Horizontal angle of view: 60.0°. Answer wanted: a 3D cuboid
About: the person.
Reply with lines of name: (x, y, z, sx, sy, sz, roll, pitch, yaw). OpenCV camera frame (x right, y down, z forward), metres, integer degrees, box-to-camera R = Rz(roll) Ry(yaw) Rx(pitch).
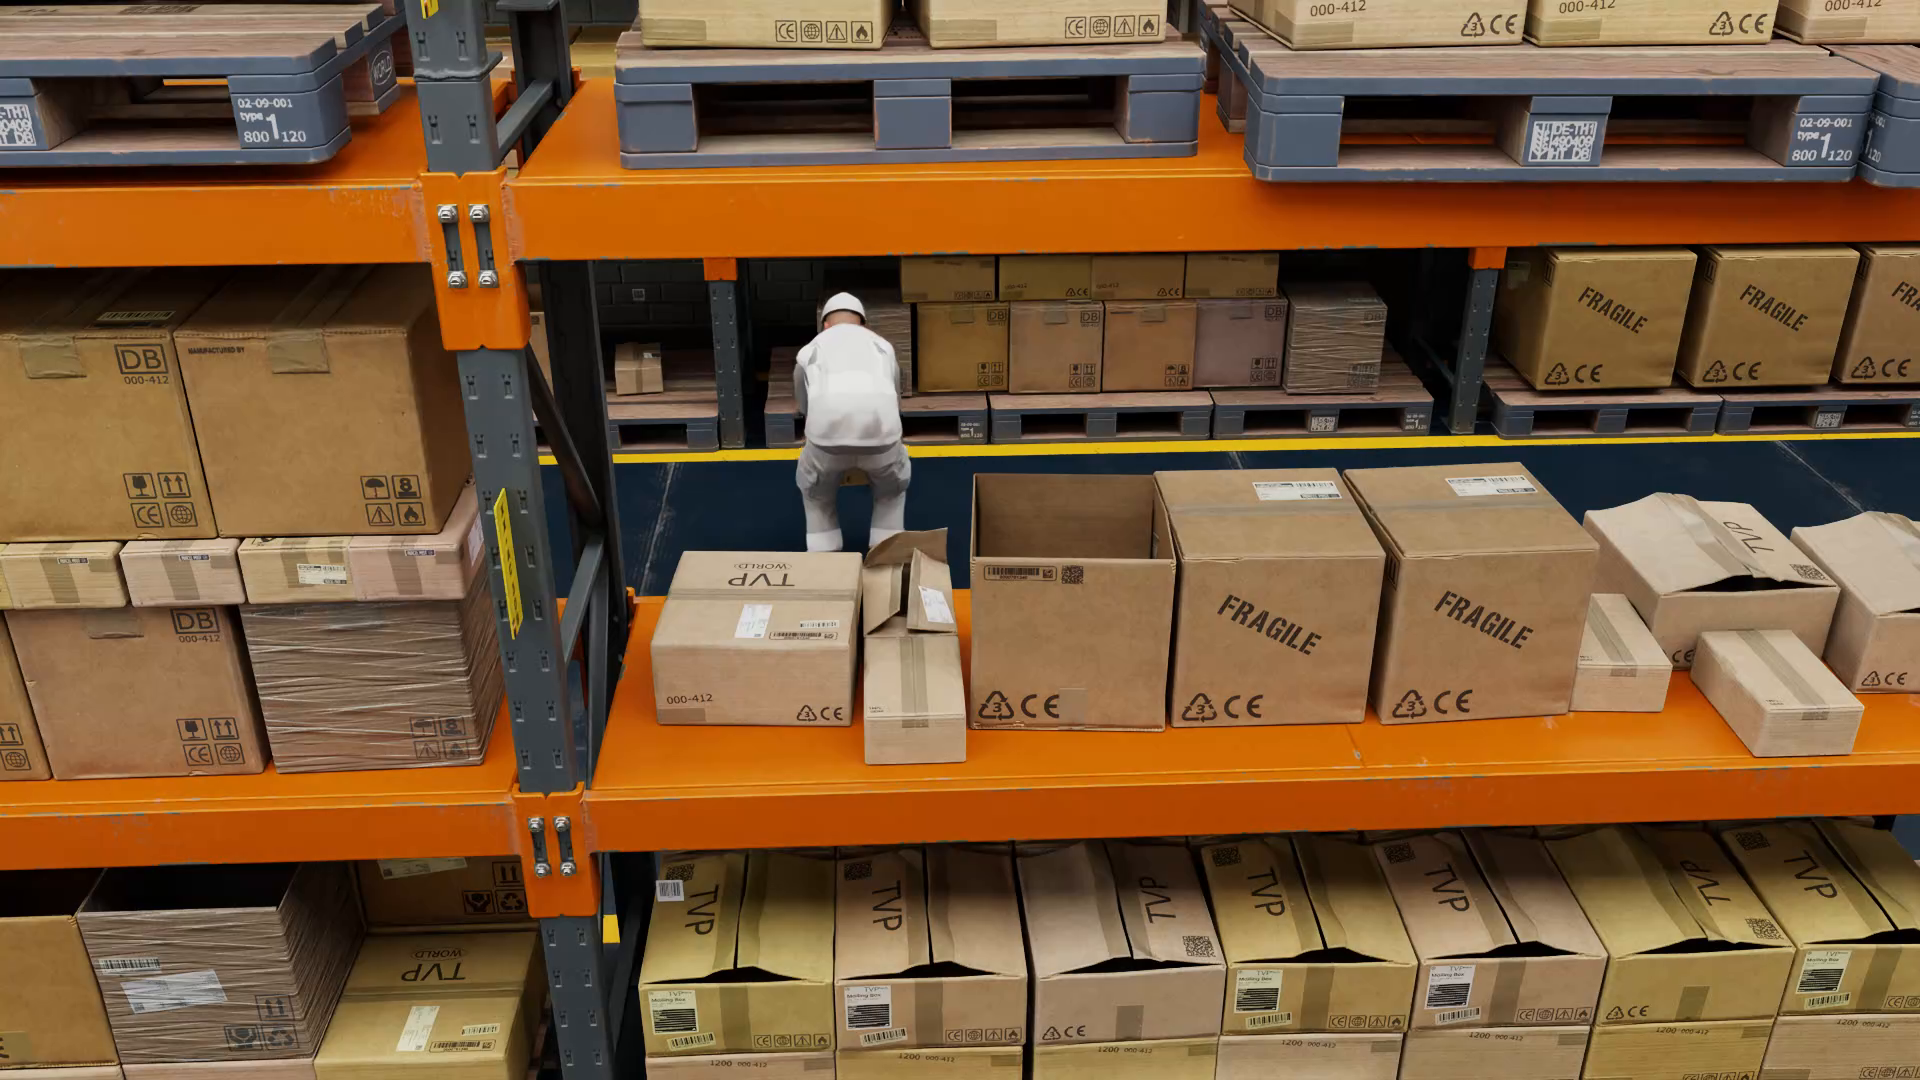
person: (-0.480, -0.387, 7.416, 0.507, 1.258, 0.927, -2, 27, -5)
